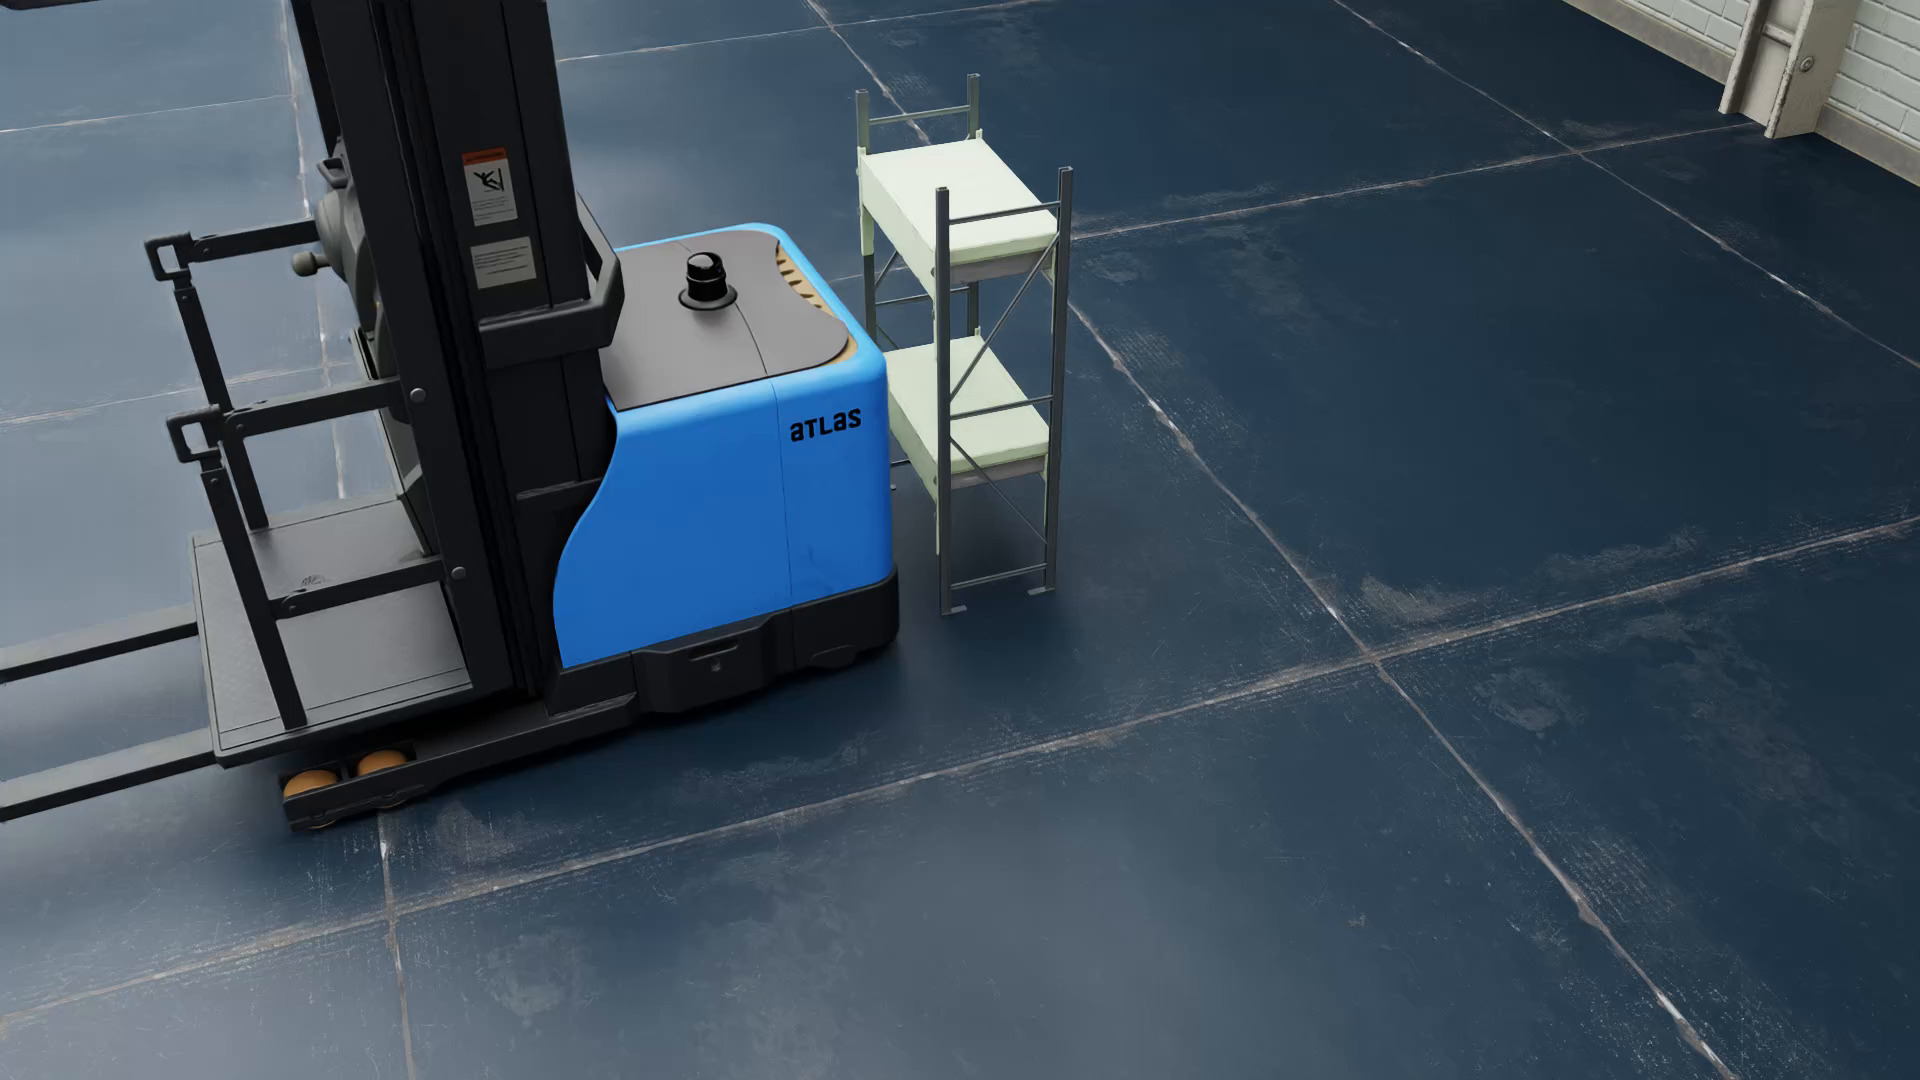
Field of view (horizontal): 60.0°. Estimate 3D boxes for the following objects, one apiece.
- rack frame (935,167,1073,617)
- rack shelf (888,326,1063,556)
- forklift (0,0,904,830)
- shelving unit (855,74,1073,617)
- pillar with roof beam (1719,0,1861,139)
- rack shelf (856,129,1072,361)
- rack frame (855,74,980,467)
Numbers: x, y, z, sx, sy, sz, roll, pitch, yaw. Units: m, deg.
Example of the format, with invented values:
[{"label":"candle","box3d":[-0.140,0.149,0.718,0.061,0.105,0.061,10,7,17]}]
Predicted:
[{"label":"rack frame","box3d":[0.124,-0.396,5.029,0.400,1.500,0.023,-12,39,-16]},{"label":"rack shelf","box3d":[-0.002,-0.342,5.500,0.431,0.370,0.720,-12,39,-16]},{"label":"forklift","box3d":[-1.739,-0.727,4.279,3.031,2.935,1.130,-15,40,-19]},{"label":"shelving unit","box3d":[-0.002,-0.603,5.304,0.431,1.500,0.755,-12,39,-16]},{"label":"pillar with roof beam","box3d":[0.159,-4.886,4.758,9.100,9.000,0.400,-12,39,-16]},{"label":"rack shelf","box3d":[-0.002,-0.915,5.069,0.431,0.370,0.720,-12,39,-16]},{"label":"rack frame","box3d":[-0.128,-0.810,5.578,0.400,1.500,0.023,-12,39,-16]}]
